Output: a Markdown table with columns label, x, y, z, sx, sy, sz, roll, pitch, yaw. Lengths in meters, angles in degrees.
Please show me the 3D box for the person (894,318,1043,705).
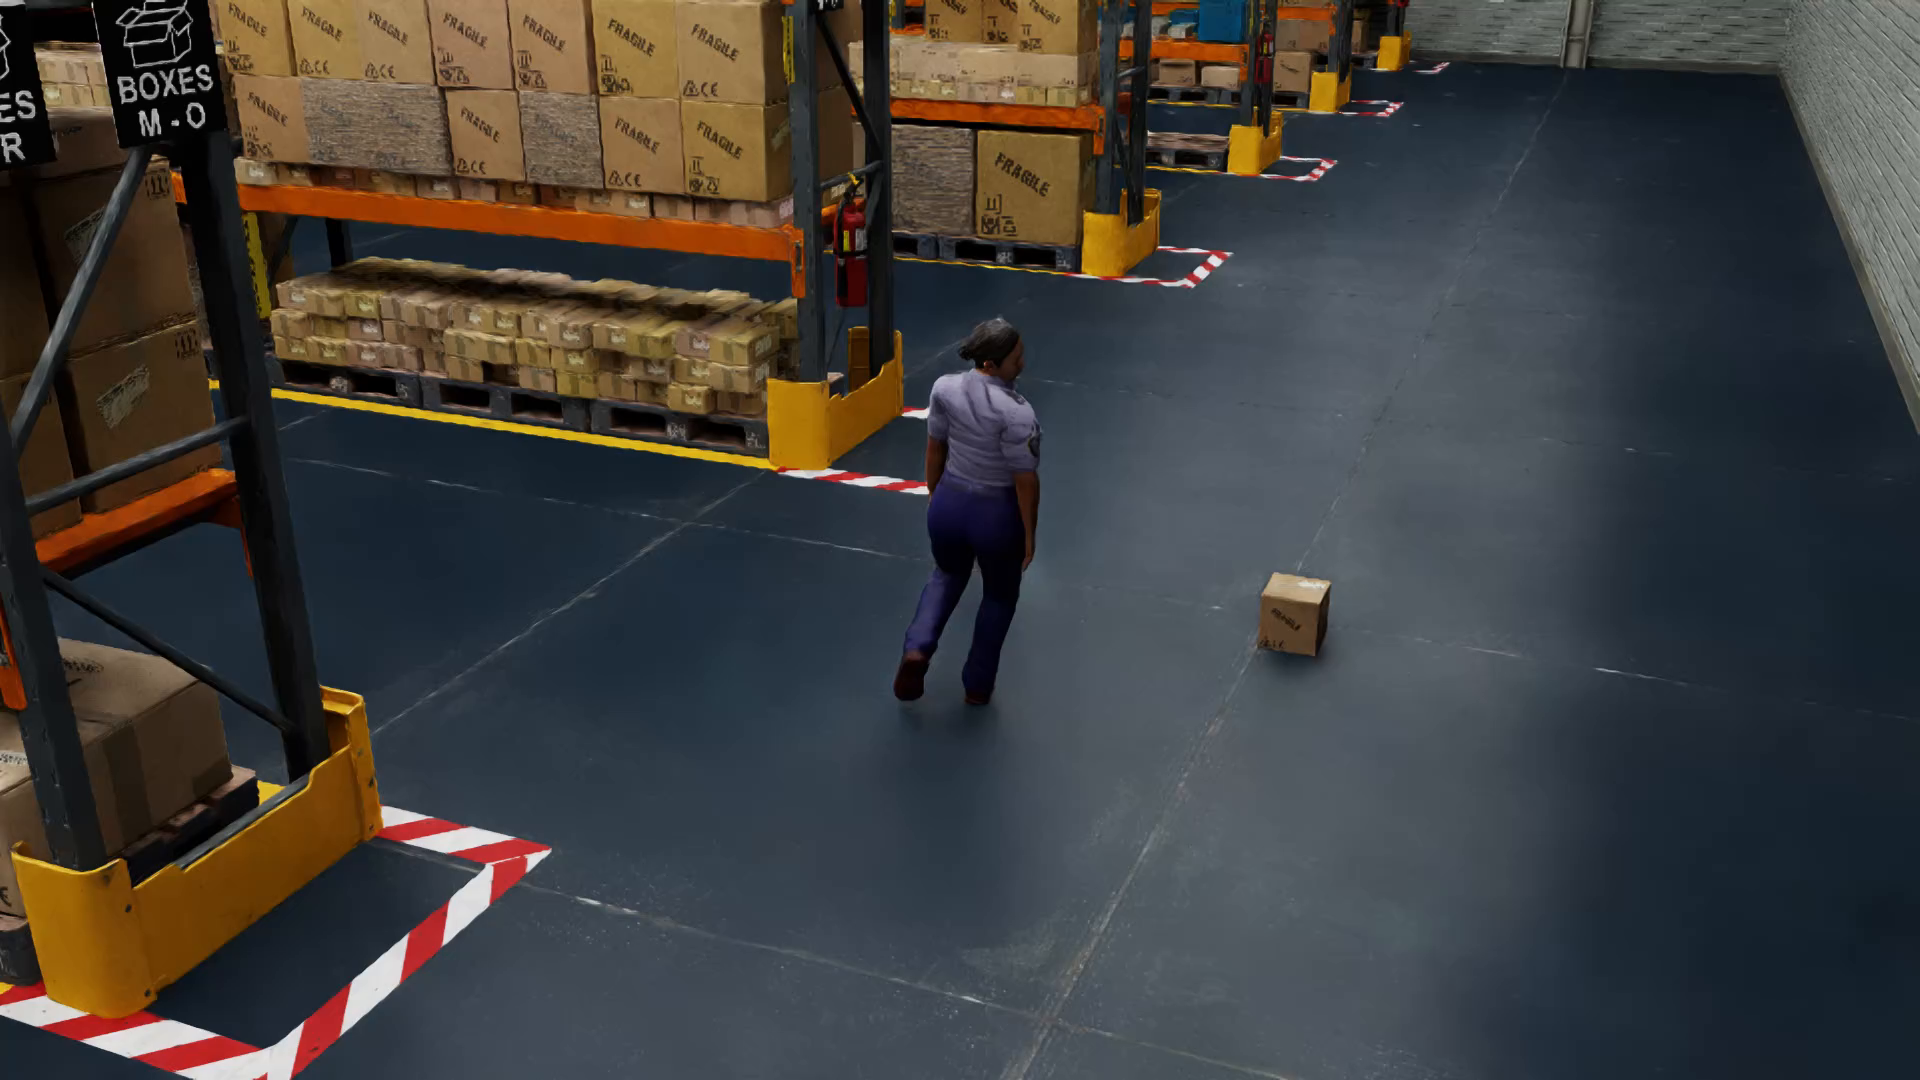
| label | x | y | z | sx | sy | sz | roll | pitch | yaw |
| --- | --- | --- | --- | --- | --- | --- | --- | --- | --- |
| person | 0.074 | -0.080 | 6.350 | 0.561 | 1.625 | 0.501 | 11 | 25 | 25 |
